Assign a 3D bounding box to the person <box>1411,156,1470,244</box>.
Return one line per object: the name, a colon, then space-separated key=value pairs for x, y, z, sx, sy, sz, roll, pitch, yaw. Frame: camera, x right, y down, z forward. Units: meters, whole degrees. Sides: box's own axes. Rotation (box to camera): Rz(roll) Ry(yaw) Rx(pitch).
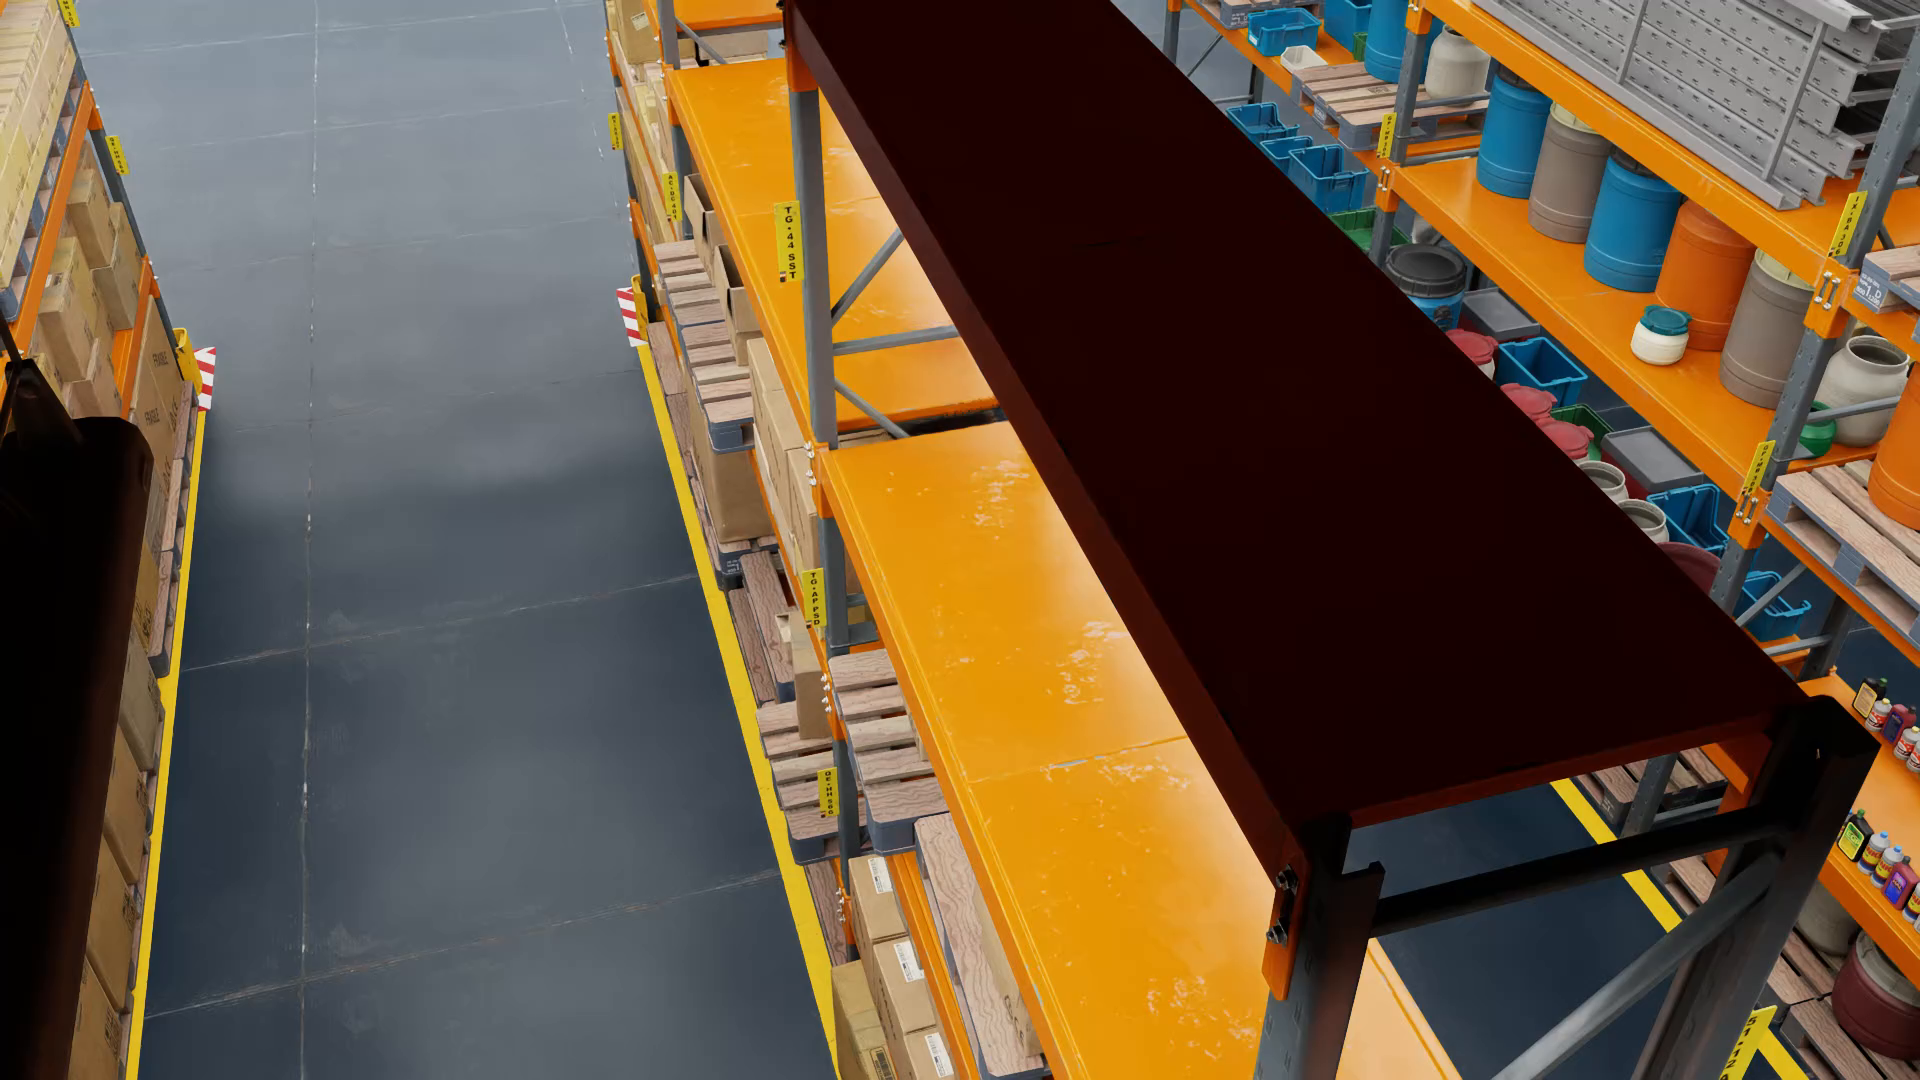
person: x=4.504 y=-3.263 z=15.633 sx=0.421 sy=1.756 sz=0.622 roll=4 pitch=39 yaw=5
